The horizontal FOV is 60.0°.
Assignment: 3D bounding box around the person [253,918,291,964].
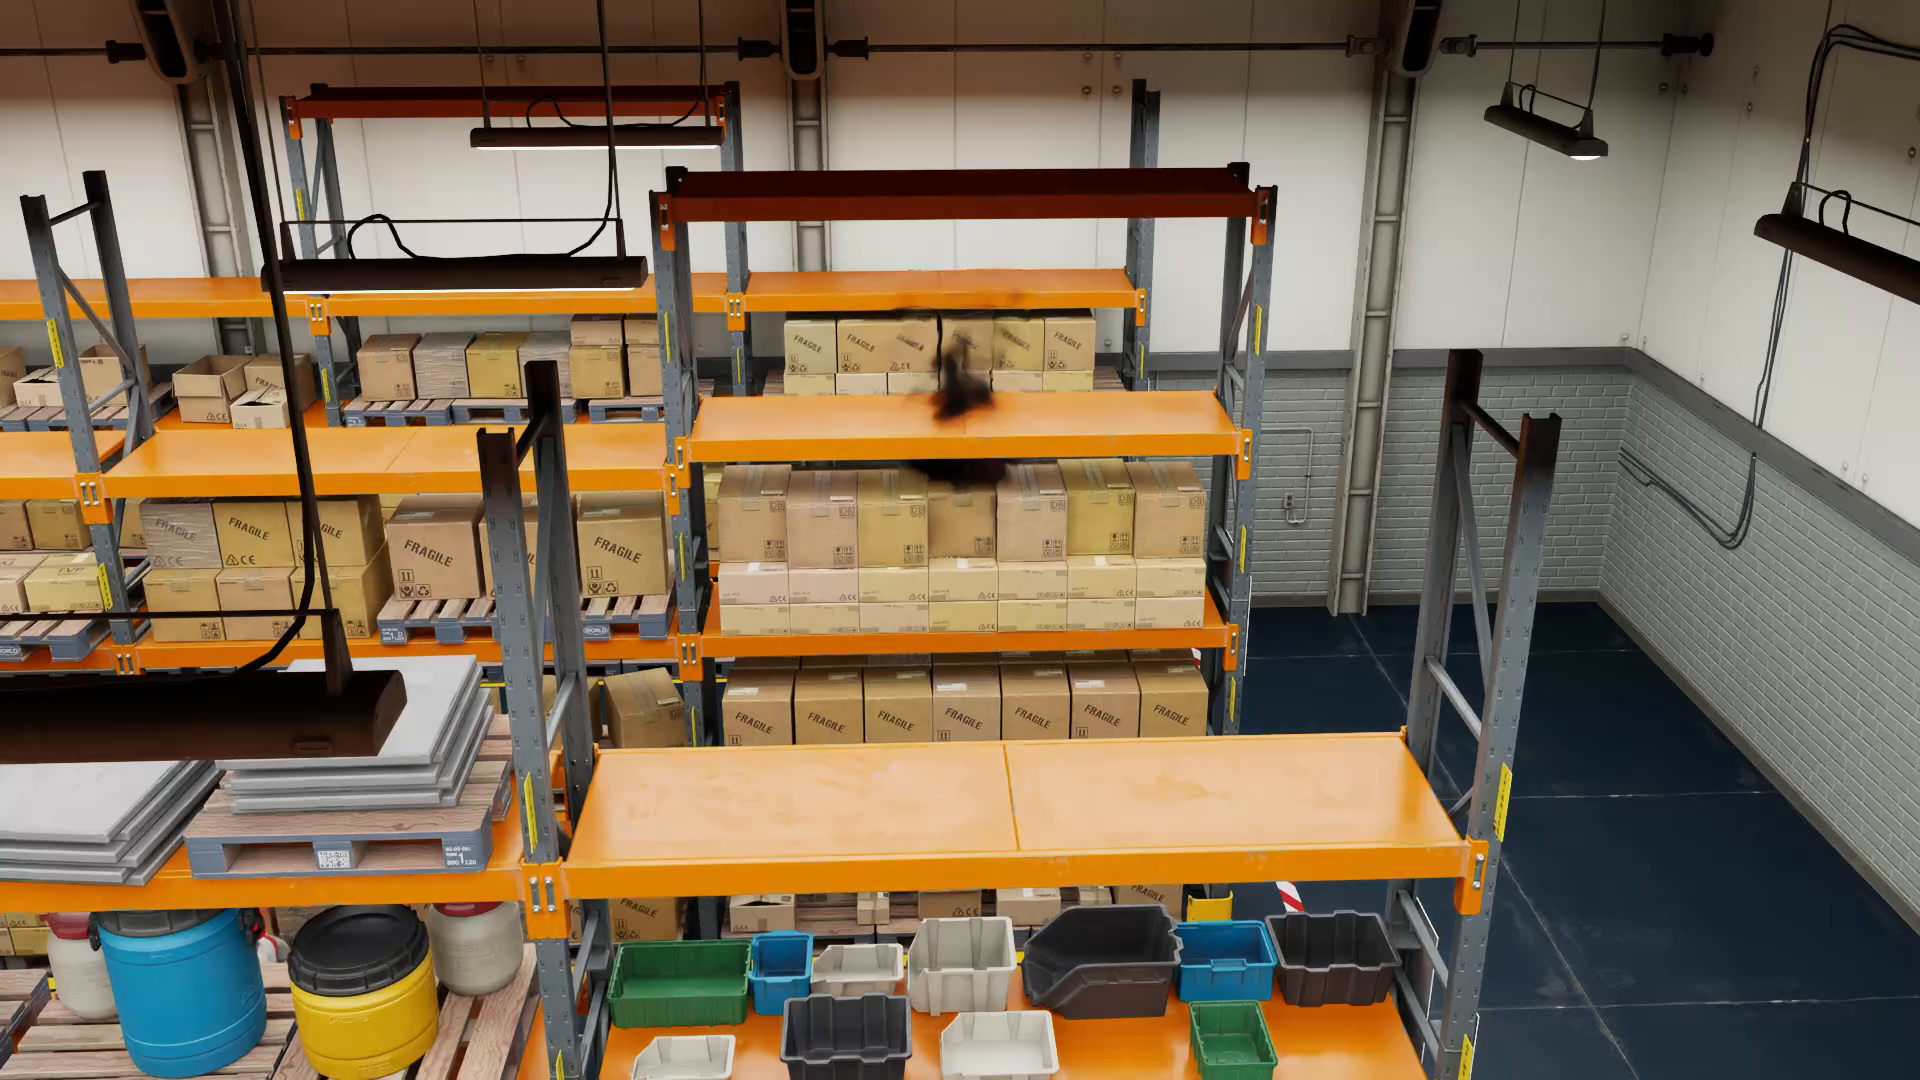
[{"bbox_3d":[-4.597,3.193,10.962,0.856,1.759,0.668,-4,22,-9],"label":"person"}]
